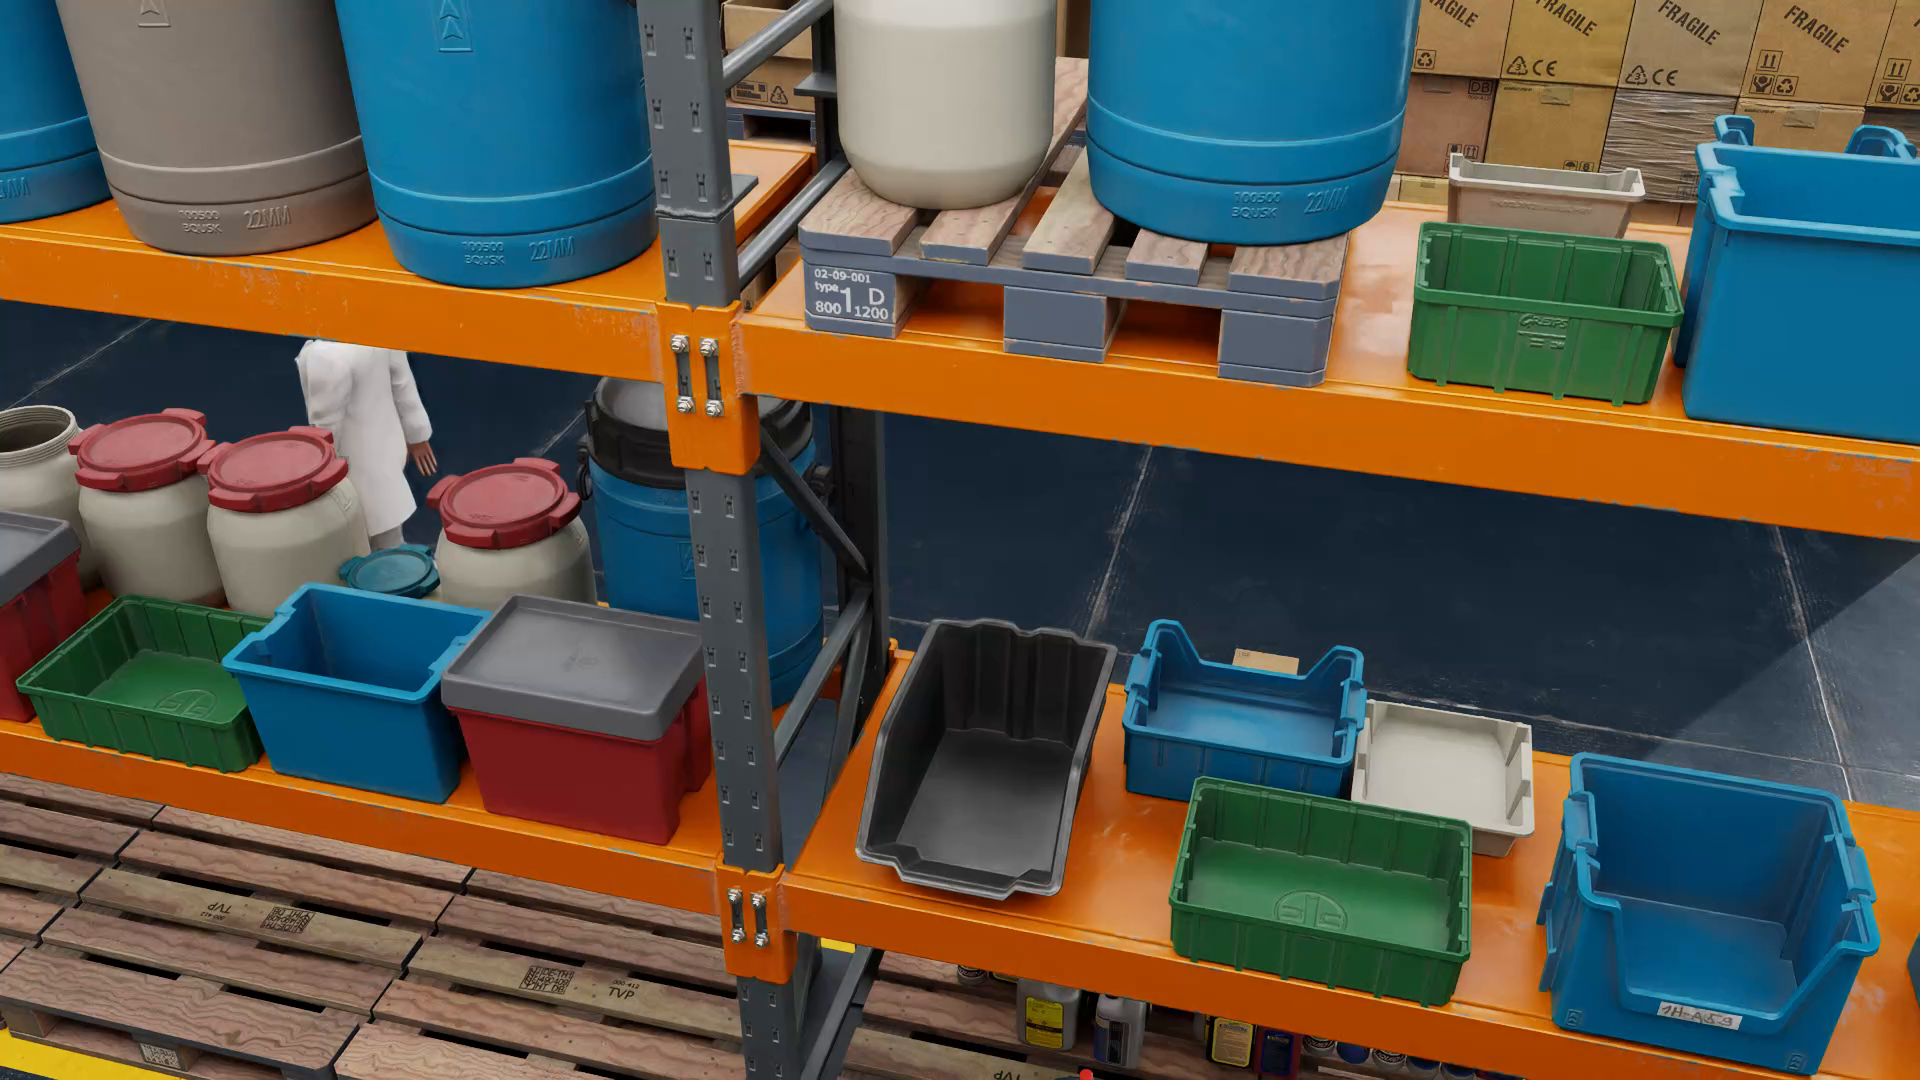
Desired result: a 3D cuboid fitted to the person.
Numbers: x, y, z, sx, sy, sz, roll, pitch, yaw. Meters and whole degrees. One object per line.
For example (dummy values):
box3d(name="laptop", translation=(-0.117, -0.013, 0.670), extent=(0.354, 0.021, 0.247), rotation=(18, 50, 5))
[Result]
box3d(name="person", translation=(-2.376, -0.320, 6.649), extent=(1.051, 1.739, 0.619), rotation=(4, 33, 6))
